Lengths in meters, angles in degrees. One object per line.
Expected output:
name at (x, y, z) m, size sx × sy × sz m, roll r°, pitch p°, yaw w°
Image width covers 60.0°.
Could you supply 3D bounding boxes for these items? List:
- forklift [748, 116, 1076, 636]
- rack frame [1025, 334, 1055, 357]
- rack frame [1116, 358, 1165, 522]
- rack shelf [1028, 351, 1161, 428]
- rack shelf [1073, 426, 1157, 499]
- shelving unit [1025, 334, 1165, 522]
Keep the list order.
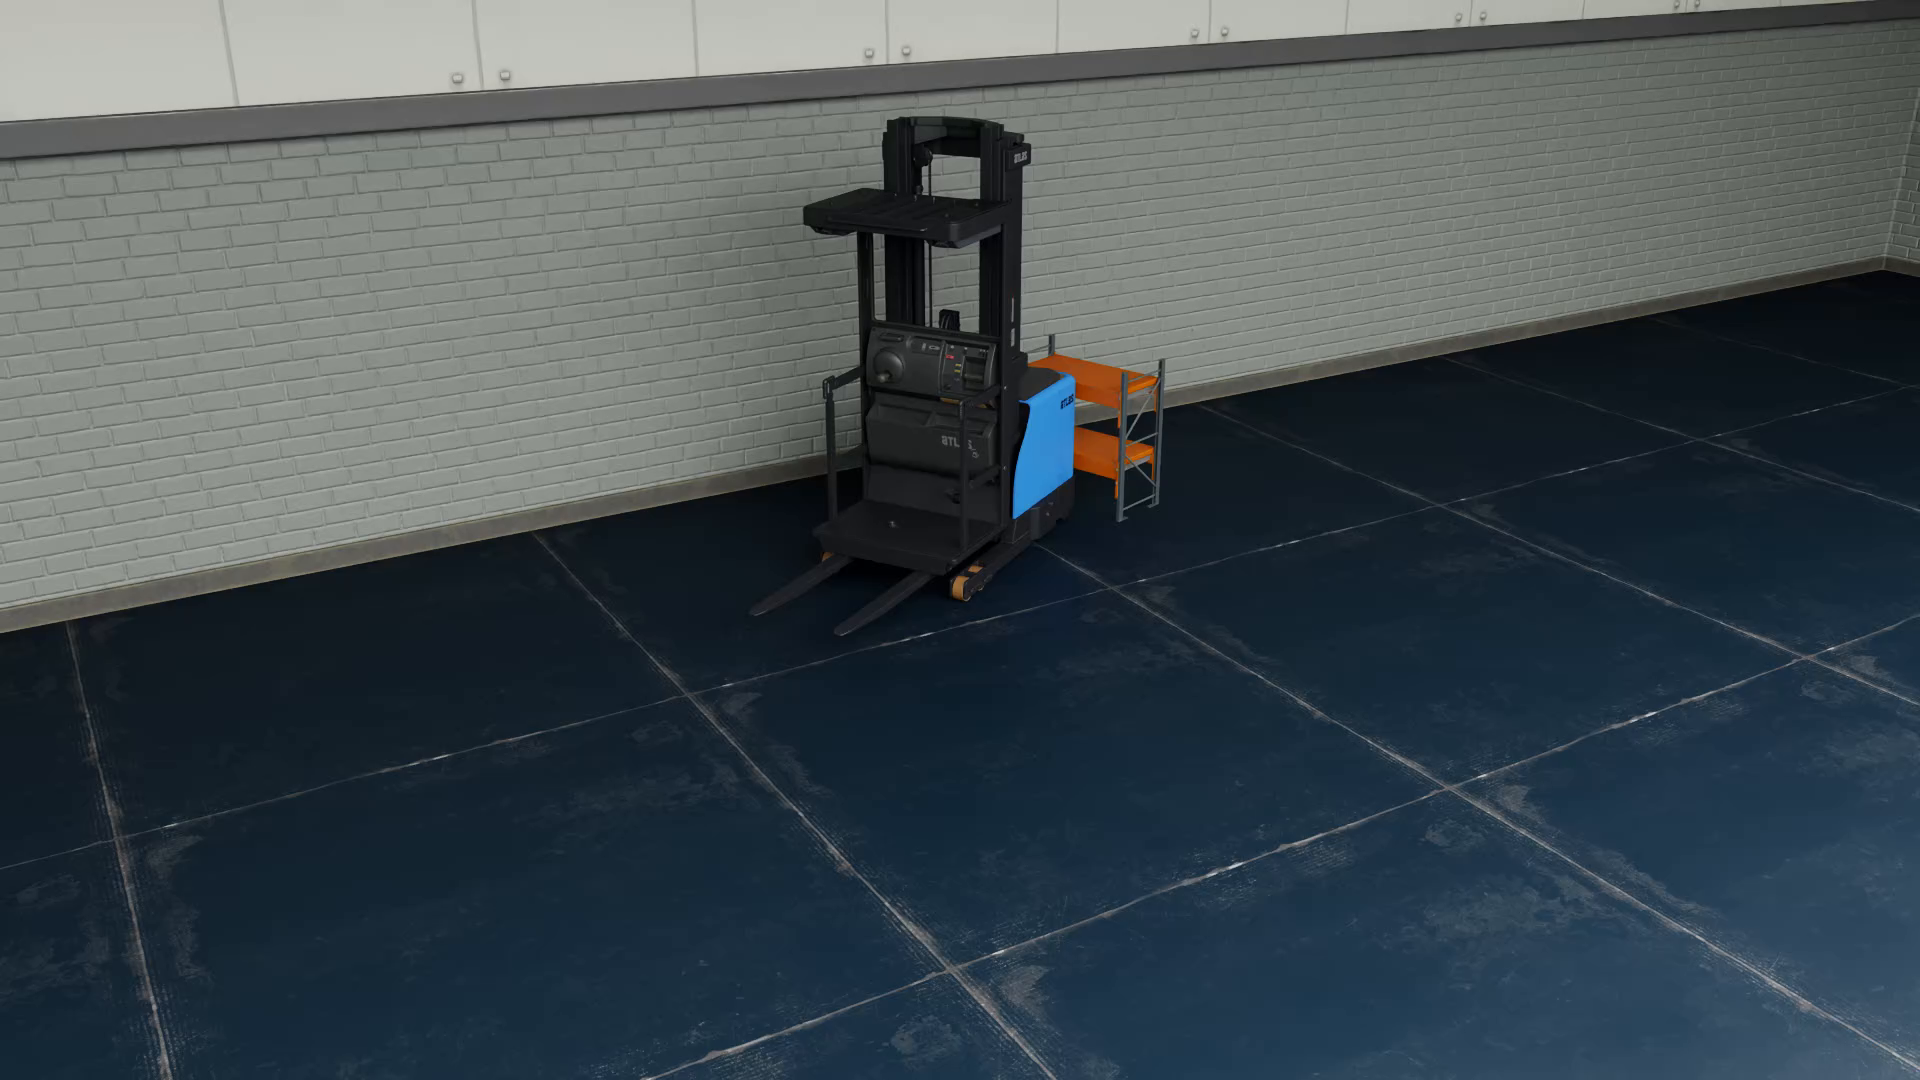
forklift at (-0.290, -1.150, 10.749) m, size 1.130 × 2.935 × 3.031 m, roll 11°, pitch 25°, yaw 26°
rack frame at (0.550, -0.978, 12.725) m, size 0.032 × 1.125 × 0.500 m, roll 18°, pitch 28°, yaw 38°
rack frame at (1.315, -0.726, 12.104) m, size 0.032 × 1.125 × 0.500 m, roll 18°, pitch 28°, yaw 38°
rack shelf at (0.933, -1.123, 12.304) m, size 1.000 × 0.278 × 0.538 m, roll 18°, pitch 28°, yaw 38°
rack shelf at (0.933, -0.626, 12.506) m, size 1.000 × 0.278 × 0.538 m, roll 18°, pitch 28°, yaw 38°
shelving unit at (0.933, -0.852, 12.414) m, size 1.048 × 1.125 × 0.538 m, roll 18°, pitch 28°, yaw 38°
